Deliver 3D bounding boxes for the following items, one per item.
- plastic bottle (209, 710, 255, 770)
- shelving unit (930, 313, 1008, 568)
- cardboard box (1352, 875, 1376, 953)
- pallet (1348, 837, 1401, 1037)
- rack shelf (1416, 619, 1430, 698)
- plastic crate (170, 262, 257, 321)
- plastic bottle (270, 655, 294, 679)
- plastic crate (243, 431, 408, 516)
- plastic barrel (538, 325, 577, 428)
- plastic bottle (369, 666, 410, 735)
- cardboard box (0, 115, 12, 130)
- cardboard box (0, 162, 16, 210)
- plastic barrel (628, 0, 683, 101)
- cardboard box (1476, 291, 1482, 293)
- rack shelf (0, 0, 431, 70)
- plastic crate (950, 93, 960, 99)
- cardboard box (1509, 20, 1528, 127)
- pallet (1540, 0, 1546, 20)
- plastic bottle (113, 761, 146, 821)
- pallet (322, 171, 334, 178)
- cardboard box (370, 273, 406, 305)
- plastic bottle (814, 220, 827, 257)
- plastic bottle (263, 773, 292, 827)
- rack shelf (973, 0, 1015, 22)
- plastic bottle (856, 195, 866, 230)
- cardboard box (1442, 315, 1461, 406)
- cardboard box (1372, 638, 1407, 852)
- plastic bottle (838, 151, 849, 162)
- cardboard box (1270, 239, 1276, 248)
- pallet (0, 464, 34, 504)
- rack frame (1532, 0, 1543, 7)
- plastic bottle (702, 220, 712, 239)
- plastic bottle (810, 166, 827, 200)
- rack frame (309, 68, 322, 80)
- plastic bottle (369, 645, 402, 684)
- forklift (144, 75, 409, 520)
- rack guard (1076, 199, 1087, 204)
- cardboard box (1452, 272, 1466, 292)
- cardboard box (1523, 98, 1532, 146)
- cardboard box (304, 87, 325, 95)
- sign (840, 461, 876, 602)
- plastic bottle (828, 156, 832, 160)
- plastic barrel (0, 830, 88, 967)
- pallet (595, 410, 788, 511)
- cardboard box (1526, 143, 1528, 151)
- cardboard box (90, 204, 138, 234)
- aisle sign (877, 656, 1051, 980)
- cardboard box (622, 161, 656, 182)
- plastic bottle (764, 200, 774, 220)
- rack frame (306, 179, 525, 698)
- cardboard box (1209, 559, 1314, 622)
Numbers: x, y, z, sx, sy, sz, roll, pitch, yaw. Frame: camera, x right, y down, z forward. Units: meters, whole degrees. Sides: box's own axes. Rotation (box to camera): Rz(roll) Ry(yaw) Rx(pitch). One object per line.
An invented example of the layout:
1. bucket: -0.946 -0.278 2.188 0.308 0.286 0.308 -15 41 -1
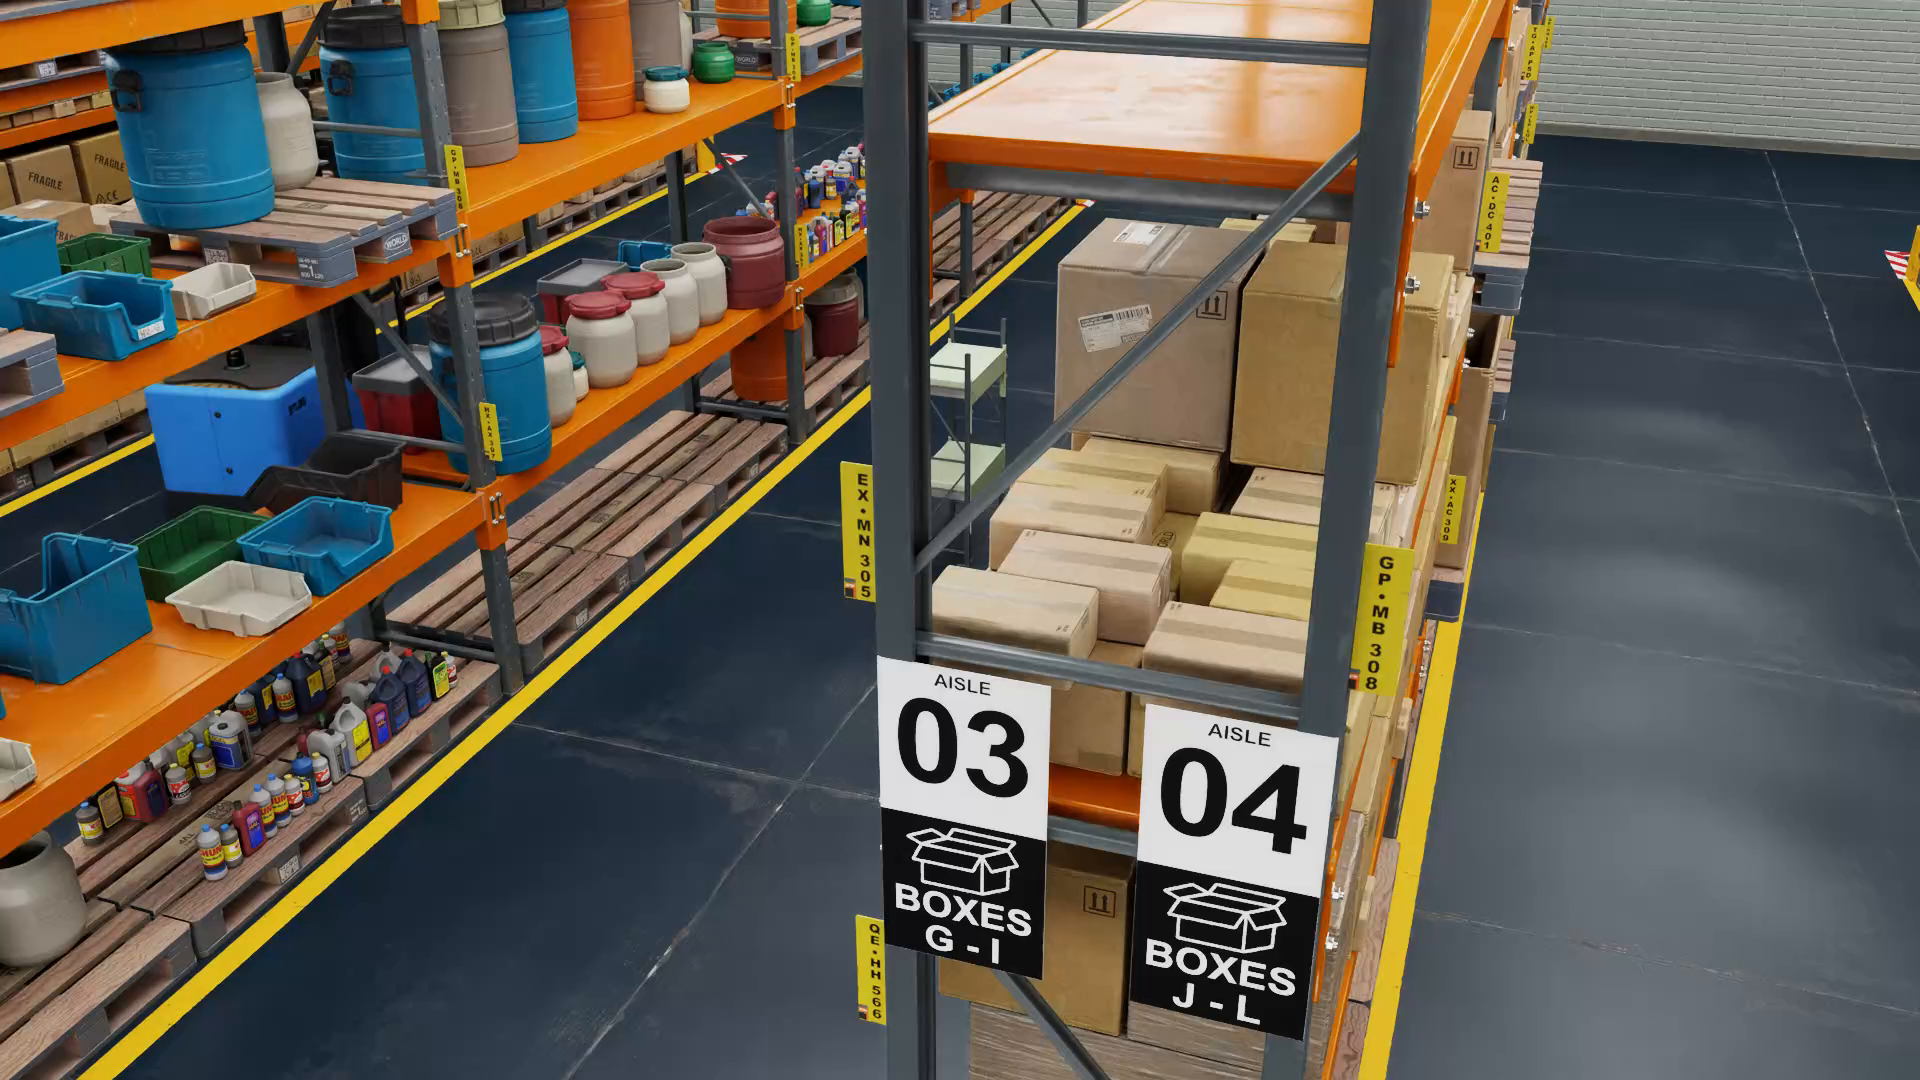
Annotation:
1. plastic bottle: -3.747 1.024 8.536 0.152 0.276 0.135 9 27 17
2. shelving unit: -0.002 -0.672 11.141 0.431 1.500 0.755 9 27 17
3. cardboard box: 1.220 1.252 5.734 0.380 0.149 0.250 9 27 17
4. pallet: 1.450 1.716 7.687 1.003 0.211 1.213 9 27 17
5. rack shelf: 2.306 -0.318 9.514 1.077 0.370 4.000 9 27 17
6. plastic crate: -3.183 -1.052 7.064 0.243 0.136 0.396 9 27 17
7. plastic bottle: -3.690 0.727 9.064 0.144 0.351 0.185 10 27 19
8. plastic crate: -3.325 -0.314 8.751 0.767 0.338 0.504 9 27 17
9. plastic barrel: -2.505 -0.961 9.860 0.433 0.535 0.433 0 26 0
10. plastic bottle: -3.037 0.841 8.829 0.144 0.351 0.185 7 27 15
11. cardboard box: -10.119 -4.355 17.292 0.380 0.149 0.250 10 27 19
12. cardboard box: -10.376 -3.483 17.209 0.750 0.750 0.750 9 27 17
13. plastic barrel: -2.177 -3.452 11.144 0.600 0.901 0.600 0 26 0
14. cardboard box: 2.738 -1.226 9.968 0.700 0.500 0.500 13 29 25
15. rack shelf: -3.696 -1.913 6.383 1.077 0.370 4.000 9 27 17
16. plastic crate: 0.165 -4.212 16.589 0.402 0.464 0.583 9 27 17
17. cardboard box: 2.888 -2.639 9.352 0.500 0.500 0.500 9 27 17
18. pallet: 4.585 -4.753 14.507 1.003 0.211 1.213 9 27 17
19. plastic bottle: -4.054 1.215 8.142 0.152 0.276 0.135 9 27 18
20. pallet: -6.210 -3.104 14.663 1.213 0.211 1.003 9 27 17
21. cardboard box: -5.608 -2.542 15.645 0.500 0.500 0.500 8 27 17
22. plastic bottle: -1.098 -2.389 13.100 0.061 0.283 0.133 9 27 17
23. plastic bottle: -3.317 1.254 8.068 0.097 0.271 0.097 0 26 0
24. rack shelf: 0.297 -5.674 17.134 1.077 0.370 4.000 9 27 17
25. plastic bottle: -0.823 -2.729 13.801 0.061 0.283 0.133 9 27 17
26. cardboard box: 1.551 -0.664 6.134 0.500 0.250 0.500 9 27 19
27. cardboard box: 1.087 0.598 5.193 0.500 0.500 0.500 9 27 17
28. plastic bottle: -1.068 -3.439 15.282 0.097 0.271 0.097 0 26 0
29. cardboard box: 1.217 -1.074 6.522 0.380 0.149 0.250 7 27 15
30. pallet: -7.492 -0.312 11.875 1.003 0.211 1.213 9 27 17
31. rack frame: 4.302 -5.808 13.143 1.000 3.000 0.127 9 27 17
32. plastic bottle: -1.967 -2.358 13.035 0.061 0.283 0.133 9 27 17
33. plastic bottle: -1.267 -3.159 14.699 0.152 0.276 0.135 9 27 17
34. rack frame: -8.380 -6.906 22.296 1.000 3.000 0.127 9 27 17
35. plastic bottle: -3.109 0.741 9.035 0.144 0.351 0.185 9 27 17
36. forklift: -4.755 -1.991 12.223 1.130 2.935 3.031 4 26 9
37. rack guard: 0.959 -4.356 19.898 1.175 0.500 0.348 9 27 17
38. cardboard box: 1.805 -1.107 6.590 0.380 0.149 0.250 10 27 19
39. cardboard box: 4.874 -3.873 15.000 0.500 0.500 0.500 9 27 17
40. cardboard box: -8.473 -5.776 21.603 0.380 0.149 0.250 9 27 19
41. sign: -0.207 -0.014 3.602 0.100 0.325 0.005 9 27 17
42. plastic bottle: -1.188 -3.320 15.022 0.061 0.283 0.133 9 27 17
43. plastic barrel: -4.048 1.549 7.206 0.421 0.512 0.421 0 26 0
44. pallet: -1.994 -0.614 12.500 1.003 0.211 1.213 9 27 17
45. cardboard box: 5.401 -3.918 16.411 0.380 0.149 0.250 9 27 18
46. cardboard box: -6.849 -2.522 13.344 0.500 0.311 0.500 8 27 17
47. aisle sign: 0.006 0.636 3.736 0.394 0.787 0.004 9 27 17
48. cardboard box: -4.000 -4.505 19.986 0.500 0.250 0.500 9 27 17
49. plastic bottle: -1.608 -2.741 13.920 0.097 0.201 0.097 0 26 0
50. rack frame: -3.030 -0.538 9.143 1.000 3.000 0.127 9 27 17
51. cardboard box: 0.796 0.190 3.913 0.380 0.149 0.250 9 27 19
